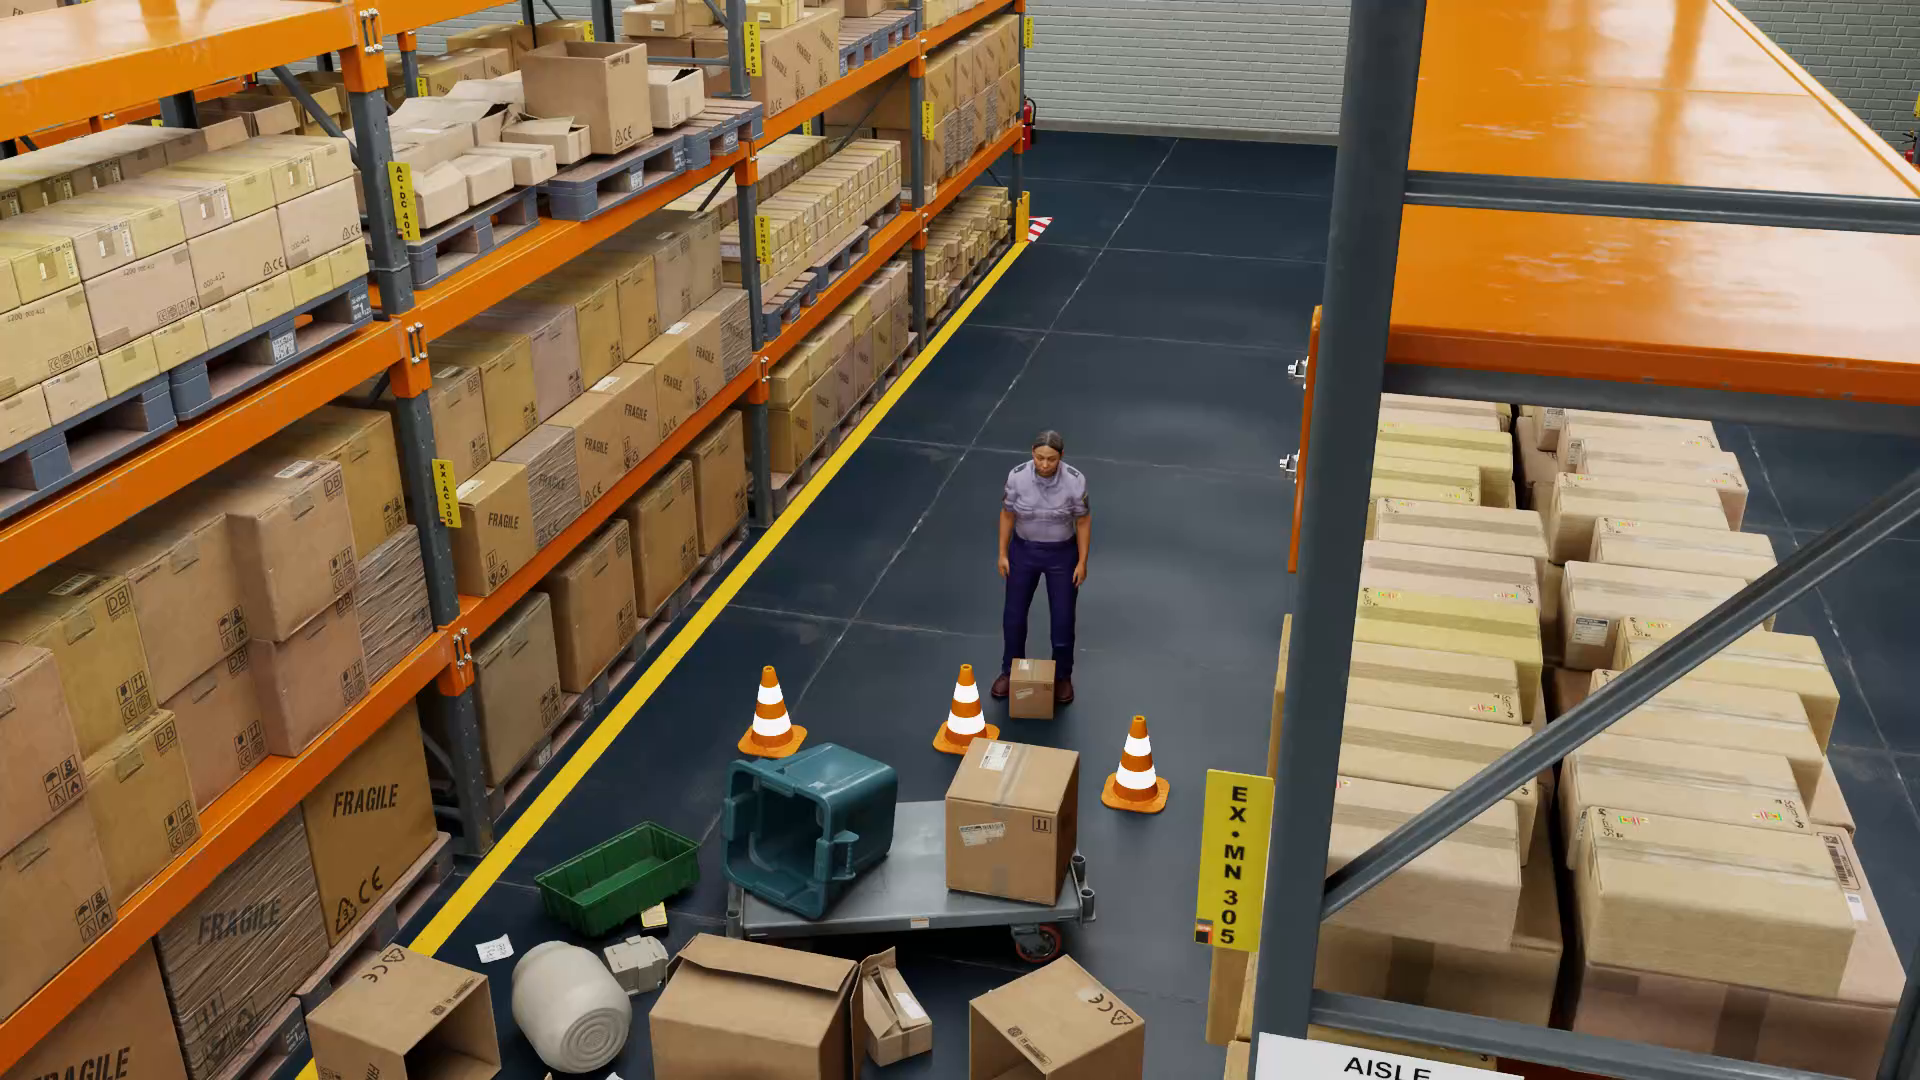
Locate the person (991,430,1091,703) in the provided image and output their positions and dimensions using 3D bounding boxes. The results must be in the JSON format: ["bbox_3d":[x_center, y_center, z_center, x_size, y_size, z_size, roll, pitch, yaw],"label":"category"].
[{"bbox_3d":[0.467,0.120,9.453,0.537,1.651,0.372,4,26,9],"label":"person"}]
